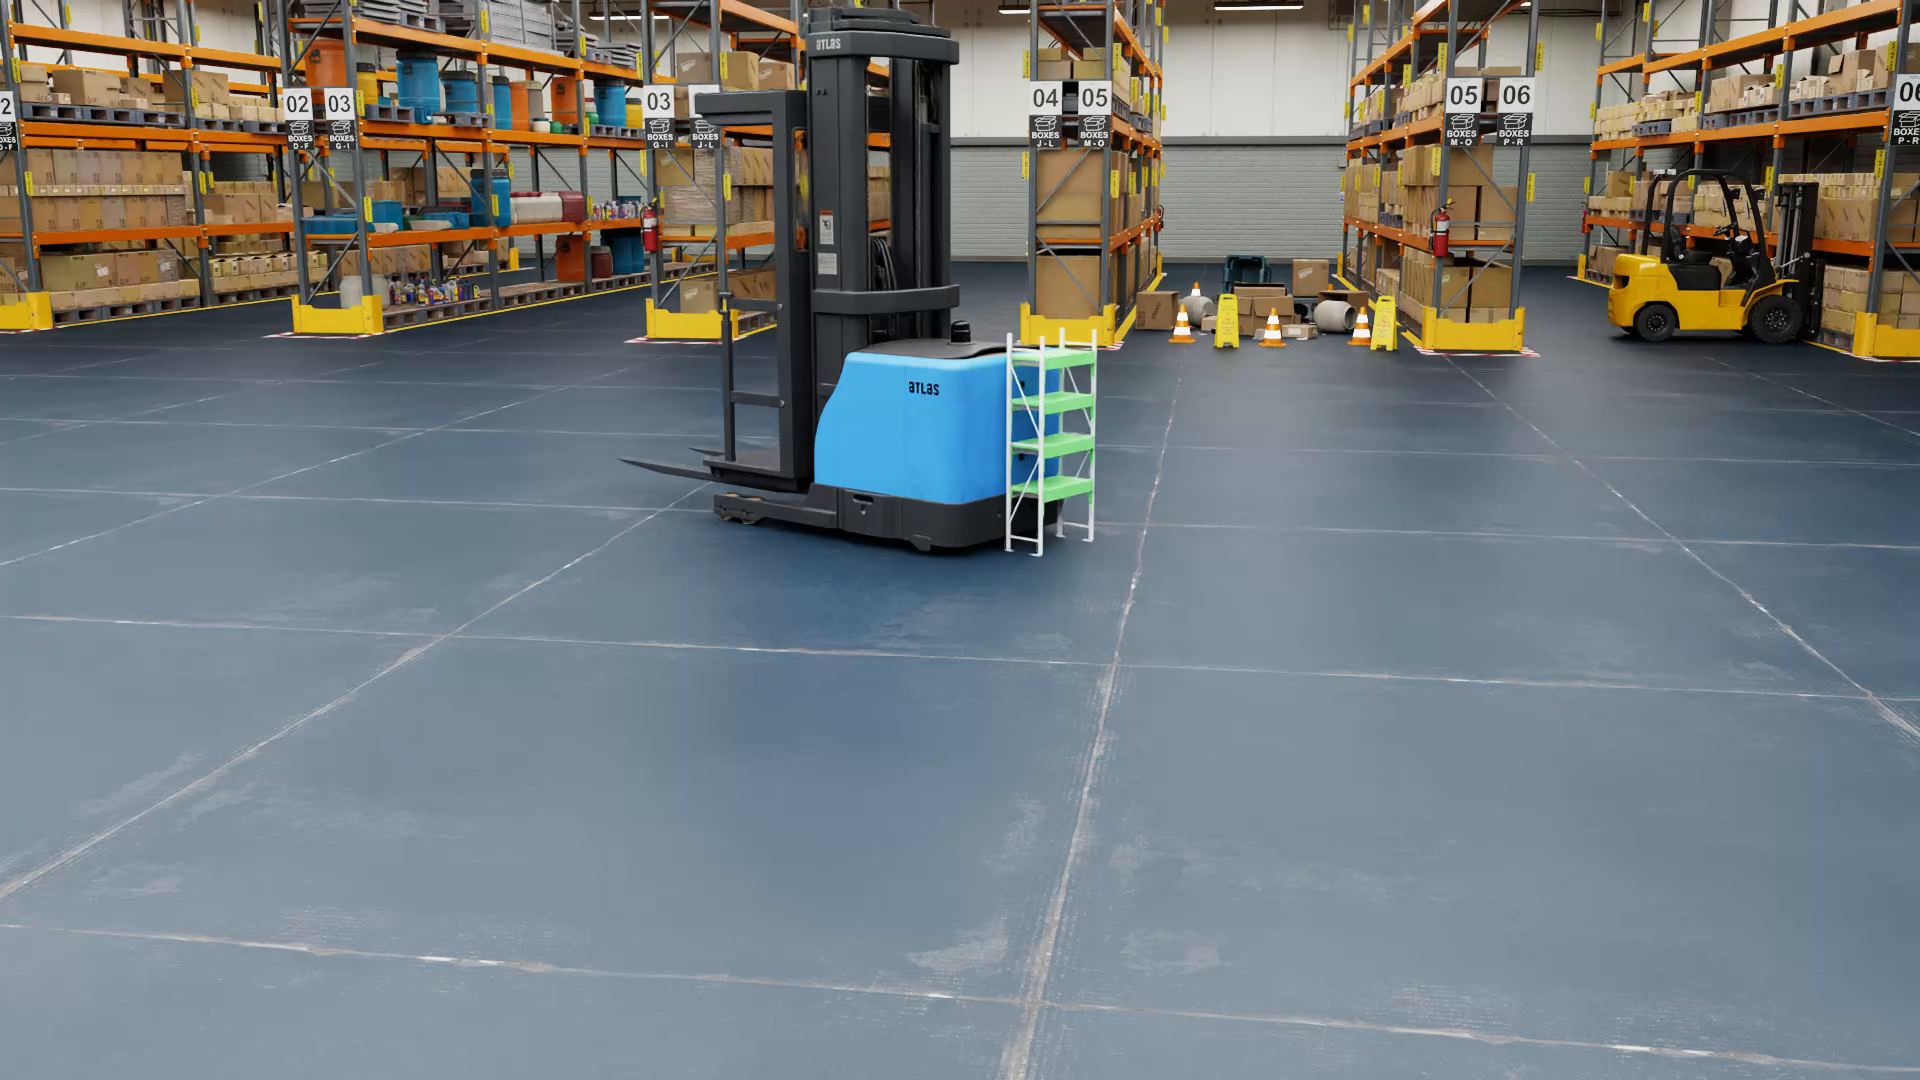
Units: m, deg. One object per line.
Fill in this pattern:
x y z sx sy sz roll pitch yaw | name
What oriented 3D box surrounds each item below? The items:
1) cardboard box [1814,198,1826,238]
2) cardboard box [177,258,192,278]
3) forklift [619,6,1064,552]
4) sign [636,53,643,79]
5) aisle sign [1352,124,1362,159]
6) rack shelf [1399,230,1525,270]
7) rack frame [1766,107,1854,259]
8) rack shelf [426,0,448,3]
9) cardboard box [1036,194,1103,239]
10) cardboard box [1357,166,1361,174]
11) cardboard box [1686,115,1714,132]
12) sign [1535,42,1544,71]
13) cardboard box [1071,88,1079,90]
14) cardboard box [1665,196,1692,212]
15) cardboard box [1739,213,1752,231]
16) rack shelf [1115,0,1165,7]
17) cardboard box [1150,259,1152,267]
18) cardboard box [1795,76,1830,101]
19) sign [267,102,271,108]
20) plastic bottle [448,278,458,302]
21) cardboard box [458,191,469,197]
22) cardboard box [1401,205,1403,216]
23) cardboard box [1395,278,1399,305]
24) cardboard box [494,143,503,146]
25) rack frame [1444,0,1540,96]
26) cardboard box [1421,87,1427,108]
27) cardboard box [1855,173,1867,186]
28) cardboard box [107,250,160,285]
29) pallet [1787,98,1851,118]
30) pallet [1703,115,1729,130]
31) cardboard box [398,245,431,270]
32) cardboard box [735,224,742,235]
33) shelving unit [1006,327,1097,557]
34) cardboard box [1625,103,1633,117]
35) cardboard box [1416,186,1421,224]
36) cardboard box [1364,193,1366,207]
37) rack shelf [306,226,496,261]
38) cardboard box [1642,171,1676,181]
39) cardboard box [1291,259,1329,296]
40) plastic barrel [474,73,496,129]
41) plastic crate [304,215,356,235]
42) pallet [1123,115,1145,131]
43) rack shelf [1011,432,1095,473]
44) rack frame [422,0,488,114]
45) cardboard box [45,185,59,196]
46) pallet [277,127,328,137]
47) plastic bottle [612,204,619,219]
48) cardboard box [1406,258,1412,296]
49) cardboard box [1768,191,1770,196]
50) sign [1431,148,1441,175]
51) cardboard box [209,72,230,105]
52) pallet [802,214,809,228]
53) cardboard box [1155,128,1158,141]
11.218 -4.122 21.261 0.500 0.500 0.500 2 12 9 | cardboard box
-12.923 -4.507 27.485 0.500 0.311 0.500 2 12 9 | cardboard box
-0.858 -1.599 9.955 3.031 2.935 1.130 10 16 38 | forklift
-4.074 -6.045 21.201 0.100 0.325 0.005 2 12 9 | sign
8.448 -8.428 35.311 0.394 0.787 0.004 2 12 9 | aisle sign
6.571 -3.867 22.025 1.077 0.370 4.000 2 12 9 | rack shelf
11.783 -4.475 23.138 1.000 3.000 0.127 2 12 9 | rack frame
-11.164 -11.565 35.617 1.077 0.370 4.000 2 12 9 | rack shelf
1.369 -4.094 21.013 0.875 0.550 0.550 2 12 9 | cardboard box
7.908 -6.945 31.990 0.500 0.500 0.500 2 12 8 | cardboard box
12.238 -6.815 27.234 0.500 0.250 0.500 1 12 7 | cardboard box
6.799 -5.678 19.528 0.100 0.325 0.005 2 12 9 | sign
1.389 -6.159 22.247 0.500 0.250 0.500 2 12 9 | cardboard box
12.241 -5.670 28.041 0.500 0.250 0.500 1 12 6 | cardboard box
11.674 -4.620 24.167 0.500 0.250 0.500 2 12 8 | cardboard box
3.510 -11.062 33.280 1.077 0.370 4.000 2 12 9 | rack shelf
3.574 -5.462 32.782 0.380 0.149 0.250 2 12 11 | cardboard box
11.415 -5.987 22.010 0.500 0.311 0.500 2 12 10 | cardboard box
-12.622 -7.848 30.441 0.100 0.325 0.005 2 12 9 | sign
-7.701 -3.786 25.186 0.144 0.351 0.185 2 12 8 | plastic bottle
-10.969 -7.300 36.010 0.500 0.500 0.500 2 12 8 | cardboard box
6.685 -4.834 24.402 0.380 0.149 0.250 2 12 9 | cardboard box
6.956 -3.665 24.621 0.950 0.372 0.625 2 12 9 | cardboard box
-10.675 -9.053 37.619 0.500 0.250 0.500 2 12 9 | cardboard box
6.263 -6.735 19.385 1.000 3.000 0.127 2 12 9 | rack frame
6.305 -5.774 21.696 0.500 0.250 0.500 2 12 9 | cardboard box
11.036 -4.343 20.042 0.380 0.149 0.250 2 12 10 | cardboard box
-12.719 -4.194 25.585 0.500 0.500 0.500 2 12 9 | cardboard box
11.678 -5.720 22.004 1.003 0.211 1.213 2 12 9 | pallet
12.383 -6.538 26.037 1.213 0.211 1.003 2 12 11 | pallet
-11.264 -5.824 34.289 0.500 0.500 0.500 2 12 8 | cardboard box
-3.139 -4.155 22.251 0.380 0.149 0.250 2 12 9 | cardboard box
0.506 -0.552 9.206 0.258 1.200 0.503 10 15 38 | shelving unit
12.923 -8.142 31.497 0.500 0.250 0.500 2 12 8 | cardboard box
6.333 -4.432 21.994 0.500 0.500 0.500 2 12 9 | cardboard box
7.606 -6.175 30.198 0.500 0.250 0.500 2 12 9 | cardboard box
-8.115 -4.349 24.259 1.077 0.370 4.000 2 12 9 | rack shelf
13.506 -6.880 32.170 0.500 0.500 0.500 2 12 7 | cardboard box
5.115 -3.835 24.303 0.500 0.500 0.500 2 12 9 | cardboard box
-7.844 -7.077 26.902 0.600 0.901 0.600 0 12 0 | plastic barrel
-8.642 -4.325 22.796 0.499 0.251 0.616 2 12 9 | plastic crate
2.371 -6.612 26.385 1.003 0.211 1.213 2 12 11 | pallet
0.506 -0.489 9.219 0.258 0.148 0.480 10 15 38 | rack shelf
-7.808 -8.049 25.484 1.000 3.000 0.127 2 12 9 | rack frame
-13.006 -4.941 23.523 0.380 0.149 0.250 2 12 7 | cardboard box
-12.103 -7.340 29.763 1.213 0.211 1.003 2 12 11 | pallet
-6.593 -6.257 31.701 0.152 0.276 0.135 2 12 9 | plastic bottle
6.450 -3.637 22.999 0.500 0.500 0.500 2 12 11 | cardboard box
11.617 -4.919 23.423 0.380 0.149 0.250 2 12 11 | cardboard box
5.718 -4.545 19.965 0.100 0.325 0.005 2 12 9 | sign
-12.503 -7.489 27.584 0.500 0.500 0.500 3 13 14 | cardboard box
-2.653 -5.017 26.107 1.003 0.211 1.213 2 12 9 | pallet
3.701 -8.133 33.348 0.500 0.250 0.500 2 12 11 | cardboard box
